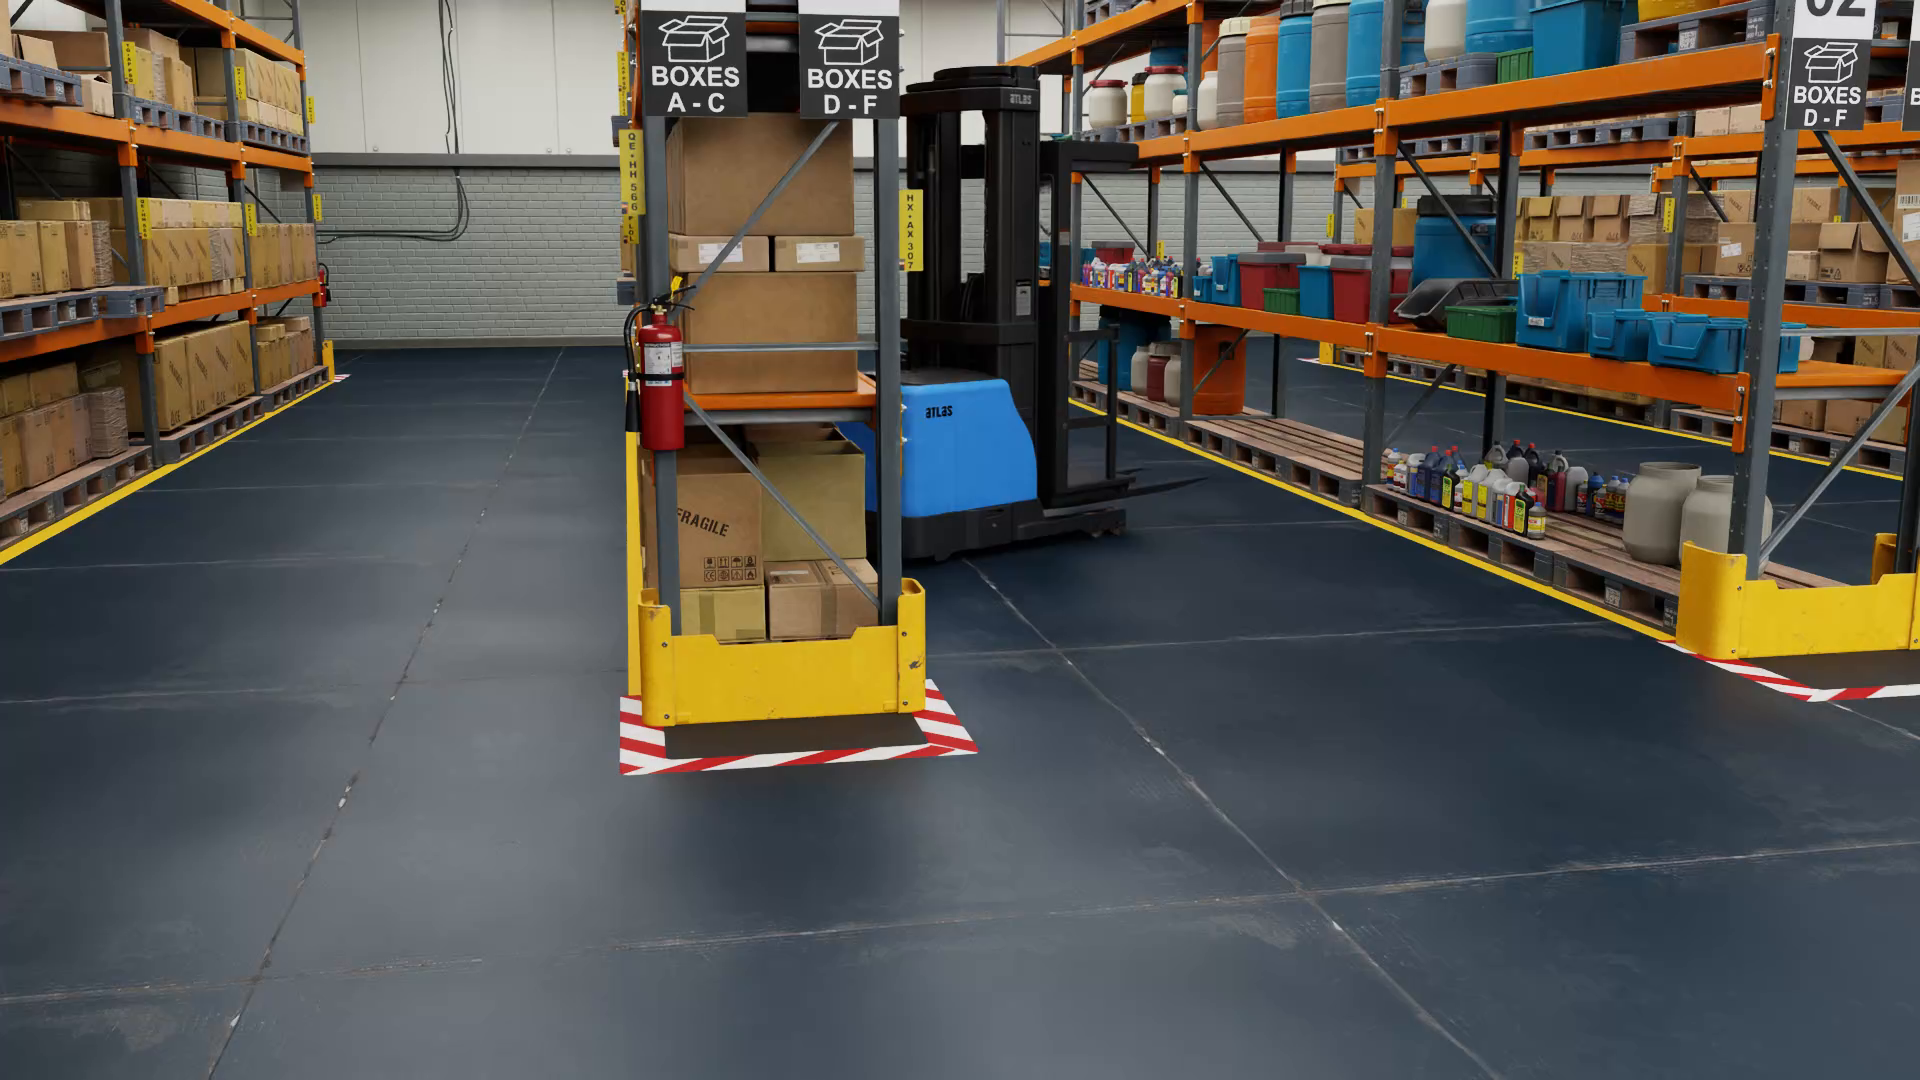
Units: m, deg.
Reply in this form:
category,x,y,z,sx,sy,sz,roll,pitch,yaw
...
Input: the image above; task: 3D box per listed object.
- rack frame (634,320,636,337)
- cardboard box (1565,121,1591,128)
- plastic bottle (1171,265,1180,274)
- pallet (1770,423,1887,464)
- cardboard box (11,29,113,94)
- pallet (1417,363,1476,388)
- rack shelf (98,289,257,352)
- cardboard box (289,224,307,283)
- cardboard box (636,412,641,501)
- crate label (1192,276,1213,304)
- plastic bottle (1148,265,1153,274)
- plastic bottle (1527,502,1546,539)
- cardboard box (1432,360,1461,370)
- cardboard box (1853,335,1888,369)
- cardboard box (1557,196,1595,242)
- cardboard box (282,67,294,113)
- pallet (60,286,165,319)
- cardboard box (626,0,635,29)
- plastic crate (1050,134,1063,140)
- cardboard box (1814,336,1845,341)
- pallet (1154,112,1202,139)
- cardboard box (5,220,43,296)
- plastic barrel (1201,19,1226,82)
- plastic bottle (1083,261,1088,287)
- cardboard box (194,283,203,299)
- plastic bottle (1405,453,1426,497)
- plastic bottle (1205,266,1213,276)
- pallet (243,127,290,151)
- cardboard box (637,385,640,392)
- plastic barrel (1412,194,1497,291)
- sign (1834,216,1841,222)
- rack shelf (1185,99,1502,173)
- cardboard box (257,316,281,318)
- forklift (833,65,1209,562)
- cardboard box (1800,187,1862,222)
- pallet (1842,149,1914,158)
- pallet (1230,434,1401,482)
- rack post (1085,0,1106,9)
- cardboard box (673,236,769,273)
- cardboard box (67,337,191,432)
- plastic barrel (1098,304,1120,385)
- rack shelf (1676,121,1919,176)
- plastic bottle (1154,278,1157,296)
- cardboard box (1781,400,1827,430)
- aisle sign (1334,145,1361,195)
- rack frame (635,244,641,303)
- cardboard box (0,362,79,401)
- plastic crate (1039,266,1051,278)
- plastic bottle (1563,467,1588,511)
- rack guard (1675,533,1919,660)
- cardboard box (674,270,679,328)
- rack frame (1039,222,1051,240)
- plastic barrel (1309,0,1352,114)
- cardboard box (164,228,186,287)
category,x,y,z,sx,sy,sz,roll,pitch,yaw
rack frame,-3.857,-3.708,22.155,1.000,3.000,0.127,-2,11,-11
cardboard box,6.998,-4.705,17.971,0.797,0.503,0.637,-2,11,-12
plastic bottle,2.295,-2.795,17.705,0.097,0.271,0.097,0,11,0
pallet,7.801,-0.864,14.670,1.003,0.211,1.213,-2,11,-11
cardboard box,-7.309,-3.884,13.613,0.700,0.500,0.500,-3,11,-15
pallet,6.567,-2.106,21.198,1.003,0.211,1.213,-2,11,-11
rack shelf,-7.549,-2.073,15.491,1.077,0.370,4.000,-2,11,-11
cardboard box,-8.454,-3.448,19.989,0.980,0.700,0.700,-2,11,-11
cardboard box,-1.546,-0.451,9.269,0.500,0.500,0.500,-2,11,-11
crate label,2.272,-2.247,14.927,0.303,0.233,0.416,-2,11,-11
plastic bottle,1.944,-2.670,17.015,0.061,0.283,0.133,-2,11,-11
plastic bottle,3.327,-0.115,9.587,0.097,0.201,0.097,0,11,0
cardboard box,6.589,-2.620,21.001,0.875,0.875,0.875,-2,11,-11
cardboard box,11.407,-2.329,20.472,0.500,0.500,0.500,-2,11,-9
cardboard box,7.029,-3.519,18.214,0.797,0.503,0.637,-2,11,-9
cardboard box,-8.219,-5.334,19.683,0.500,0.500,0.500,-2,11,-9
pallet,-6.917,-1.839,12.848,1.213,0.211,1.003,-2,11,-11
cardboard box,-1.579,-3.011,9.212,0.500,0.311,0.500,-3,11,-14
plastic crate,1.290,-4.700,19.795,0.416,0.233,0.300,-2,11,-11
cardboard box,11.199,-2.650,21.505,0.380,0.149,0.250,-2,11,-9
pallet,2.505,-3.945,15.882,1.003,0.211,1.213,-2,11,-11
cardboard box,-6.708,-1.908,11.257,0.700,0.500,0.500,-1,11,-3
plastic barrel,2.451,-4.415,15.577,0.600,0.830,0.708,-2,11,-11
plastic bottle,1.433,-3.014,18.820,0.061,0.283,0.133,-2,11,-11
cardboard box,-7.350,-2.344,15.610,0.380,0.149,0.250,-2,11,-9
plastic bottle,3.058,-0.432,11.051,0.152,0.276,0.135,-2,11,-9
plastic bottle,2.571,-2.682,17.110,0.097,0.271,0.097,0,11,0
pallet,-8.321,-4.597,19.042,1.003,0.211,1.213,-2,11,-11
cardboard box,-2.280,-1.075,13.055,0.500,0.311,0.500,-2,11,-13
plastic barrel,3.558,-2.015,11.918,0.600,0.901,0.708,-2,11,-11
sign,10.993,-3.900,20.848,0.100,0.325,0.005,-2,11,-11
rack shelf,2.947,-3.173,13.249,1.077,0.370,4.000,-2,11,-11
cardboard box,-8.702,-2.715,20.766,0.380,0.149,0.250,-2,11,-11
forklift,0.454,-1.521,10.849,3.031,2.935,1.130,-10,15,-43
cardboard box,11.167,-4.259,21.311,0.500,0.500,0.500,-3,11,-13
pallet,11.539,-4.760,20.162,1.213,0.211,1.003,-2,11,-11
pallet,2.905,-0.683,13.723,1.003,0.211,1.213,-2,11,-11
rack post,1.913,-5.908,17.872,0.937,0.300,0.954,-2,11,-12
cardboard box,-1.007,-1.204,6.999,0.380,0.149,0.250,-2,11,-12
cardboard box,-7.174,-1.350,14.392,0.750,0.750,0.750,-2,11,-12
plastic barrel,1.869,-2.229,18.873,0.600,0.901,0.708,-2,11,-11
rack shelf,7.805,-3.354,14.195,1.077,0.370,4.000,-2,11,-11
plastic bottle,1.955,-2.499,16.335,0.097,0.201,0.097,0,11,0
cardboard box,7.804,-1.261,14.809,0.700,0.500,0.500,-1,11,-6
aisle sign,5.552,-5.347,23.813,0.394,0.787,0.004,-2,11,-11
rack frame,-2.301,-2.241,14.446,1.000,3.000,0.127,-2,11,-11
cardboard box,-6.919,-1.179,12.374,0.500,0.250,0.500,-2,11,-10
plastic crate,1.147,-3.362,20.883,0.293,0.136,0.466,-2,11,-11
plastic bottle,3.872,-0.333,10.529,0.152,0.276,0.135,-2,11,-10
rack guard,4.053,0.263,7.978,1.175,0.500,0.348,-2,11,-11
cardboard box,-1.128,-1.192,8.672,0.700,0.500,0.500,-2,11,-9
rack frame,1.002,-3.887,23.098,1.000,3.000,0.127,-2,11,-11
plastic barrel,2.897,-3.612,12.286,0.600,0.901,0.600,0,11,0
cardboard box,-7.096,-2.460,14.481,0.500,0.500,0.500,-2,11,-9
